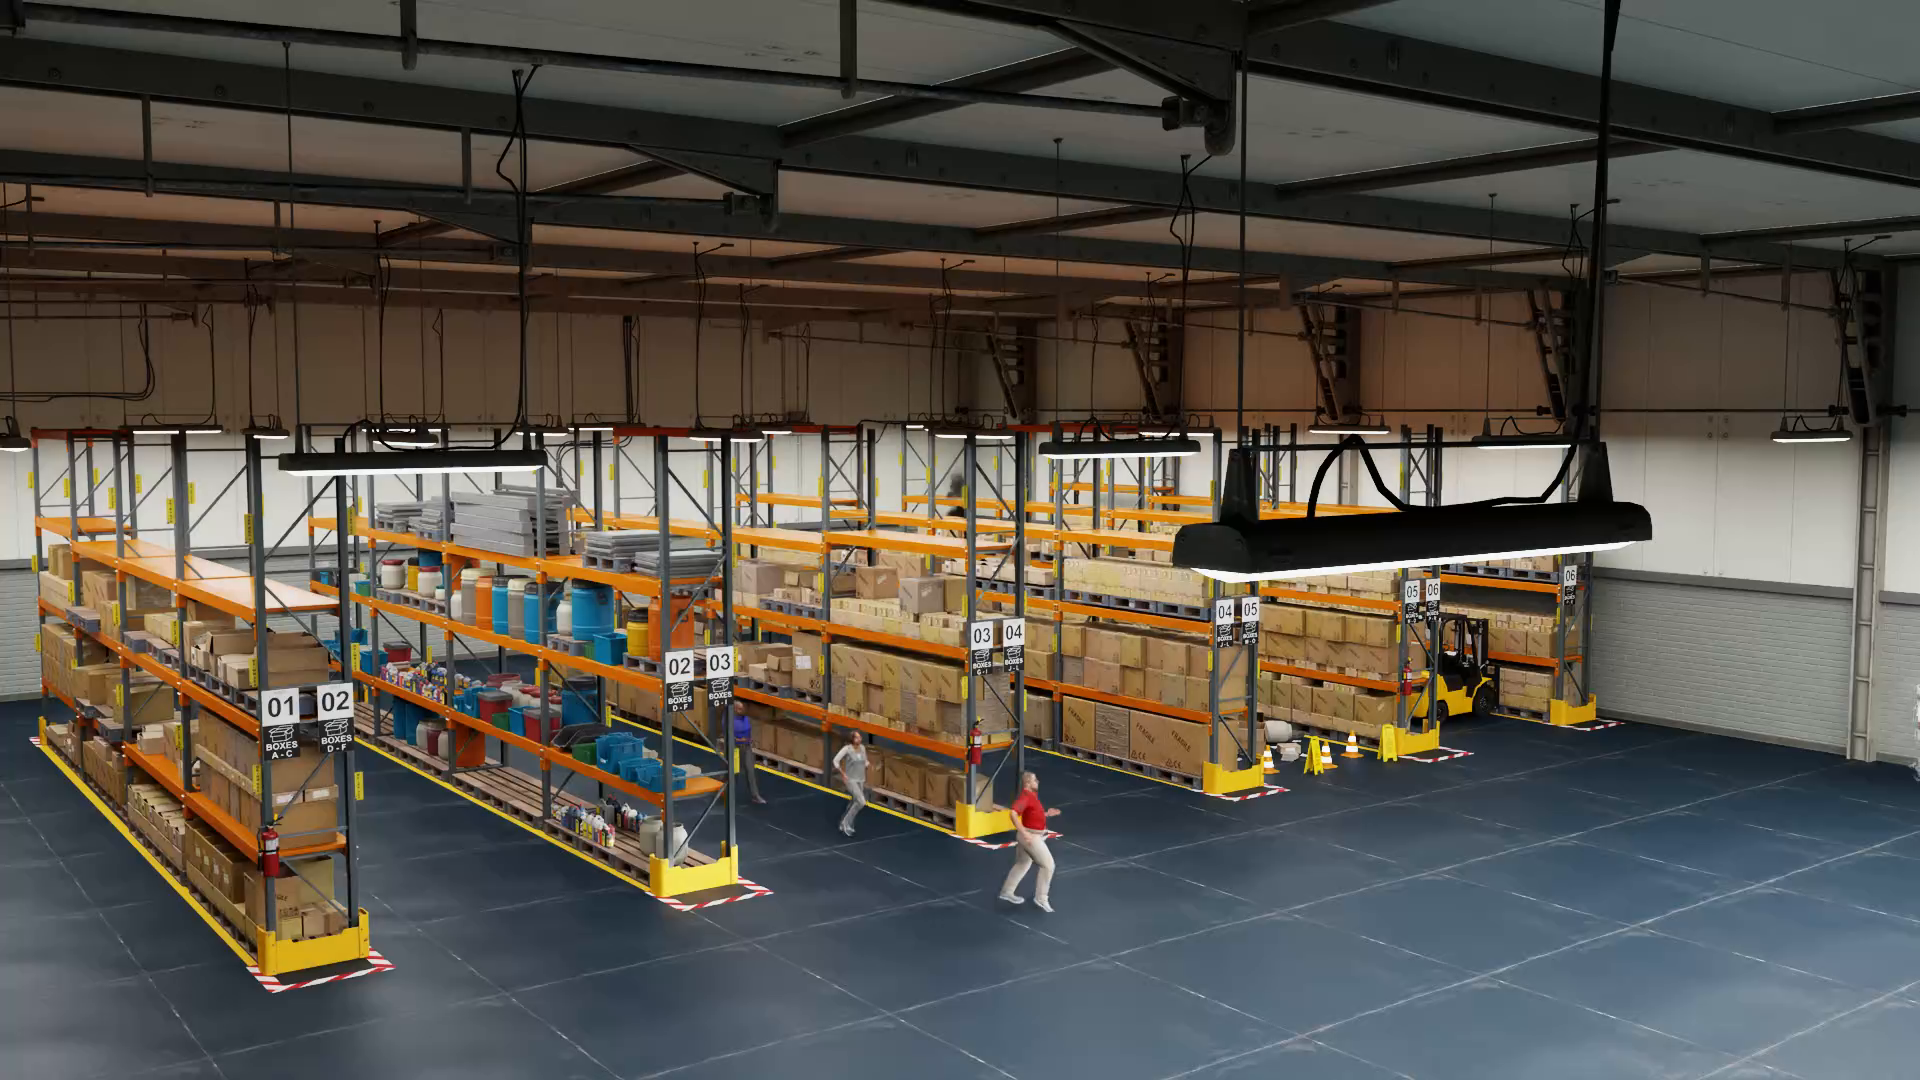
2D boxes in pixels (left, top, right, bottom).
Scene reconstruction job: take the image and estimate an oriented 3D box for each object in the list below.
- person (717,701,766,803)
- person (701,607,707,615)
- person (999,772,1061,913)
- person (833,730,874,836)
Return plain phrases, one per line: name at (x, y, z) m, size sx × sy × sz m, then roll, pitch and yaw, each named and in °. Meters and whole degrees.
person at (-3.496, 3.387, 26.702) m, size 1.044 × 1.598 × 0.594 m, roll 4°, pitch 6°, yaw 44°
person at (-6.264, 2.364, 40.557) m, size 0.670 × 1.602 × 0.525 m, roll 3°, pitch 5°, yaw 31°
person at (0.894, 3.829, 21.038) m, size 0.767 × 1.802 × 0.637 m, roll 0°, pitch 4°, yaw -5°
person at (-1.545, 3.600, 24.687) m, size 0.631 × 1.578 × 0.512 m, roll 4°, pitch 6°, yaw 43°
